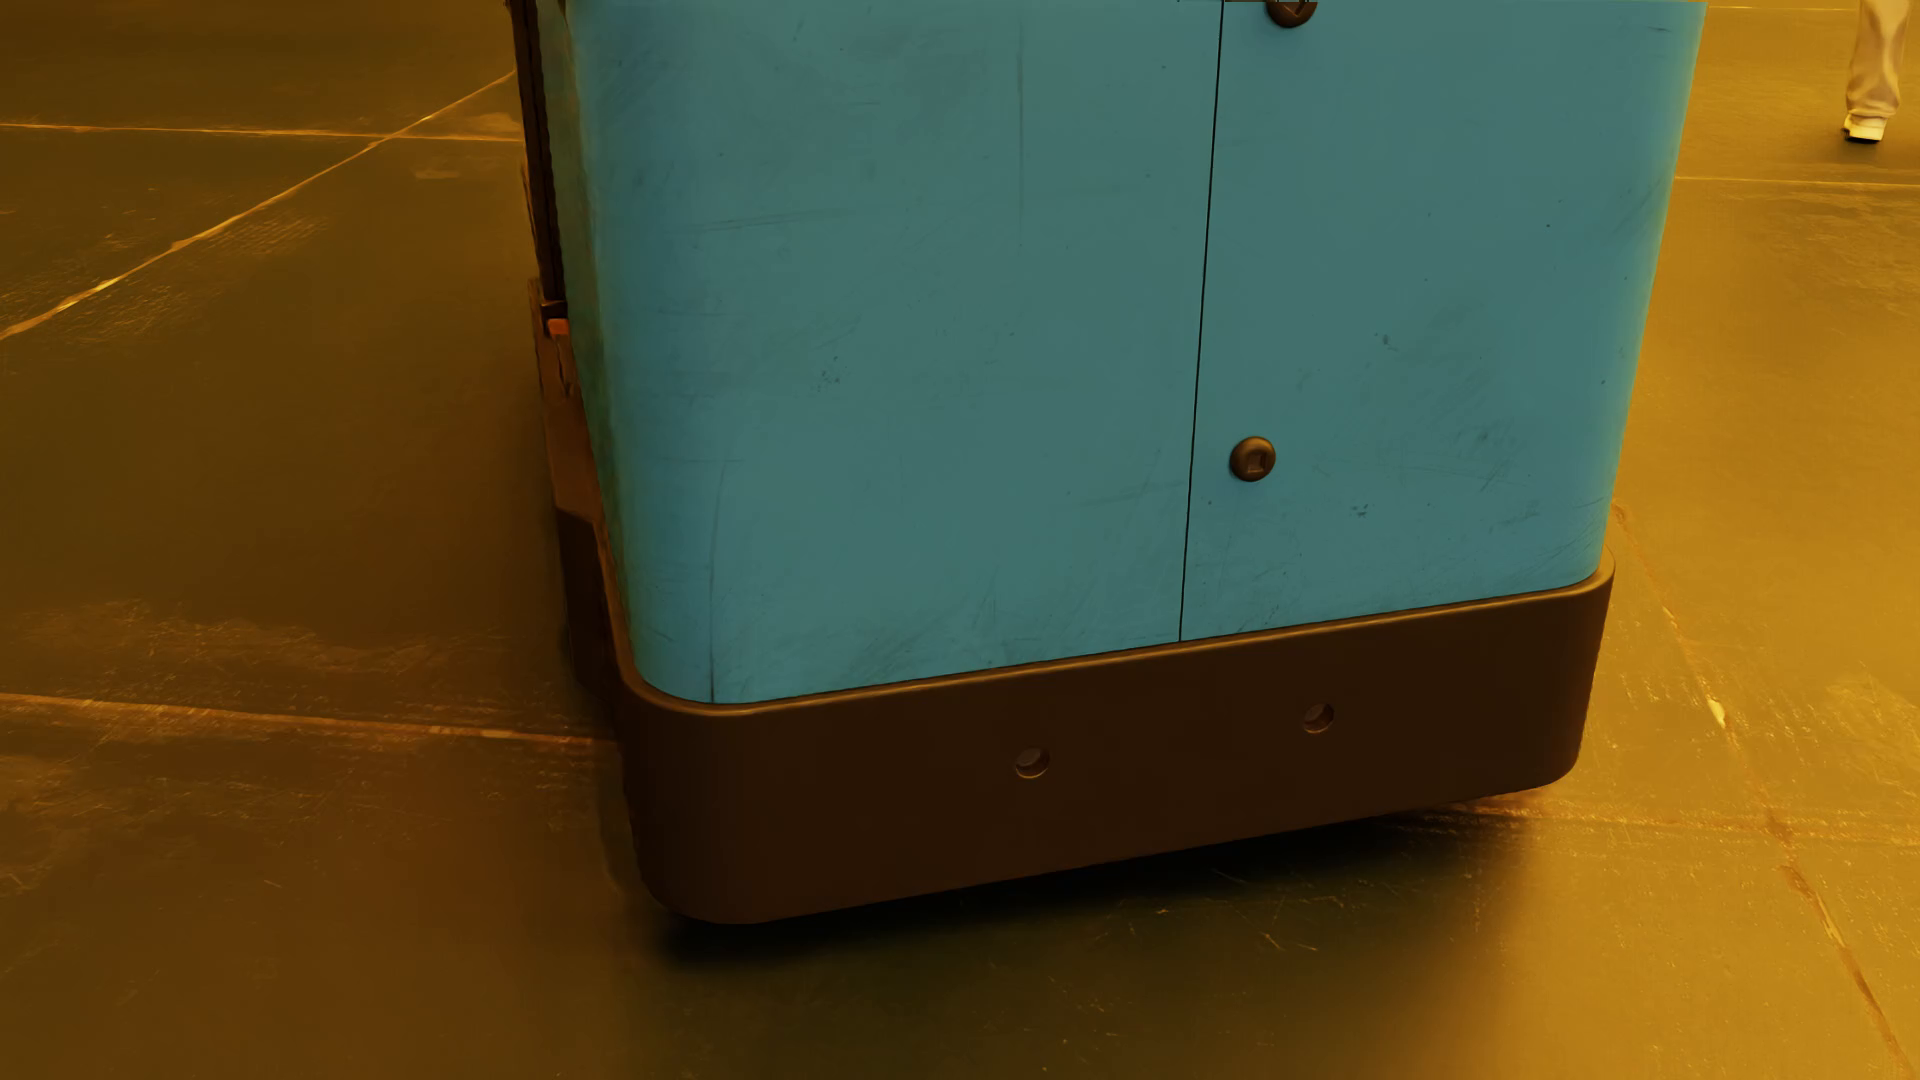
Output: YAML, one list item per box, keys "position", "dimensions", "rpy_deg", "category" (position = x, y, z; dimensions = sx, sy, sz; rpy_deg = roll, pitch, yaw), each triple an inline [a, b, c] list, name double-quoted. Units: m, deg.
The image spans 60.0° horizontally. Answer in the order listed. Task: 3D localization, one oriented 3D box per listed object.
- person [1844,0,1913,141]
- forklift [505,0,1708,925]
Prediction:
- position: [2.676, -1.925, 4.480]
  dimensions: [0.527, 1.681, 0.524]
  rpy_deg: [18, 32, 32]
  category: "person"
- position: [-0.185, -1.580, 2.384]
  dimensions: [1.130, 2.935, 3.031]
  rpy_deg: [-7, 27, -14]
  category: "forklift"
